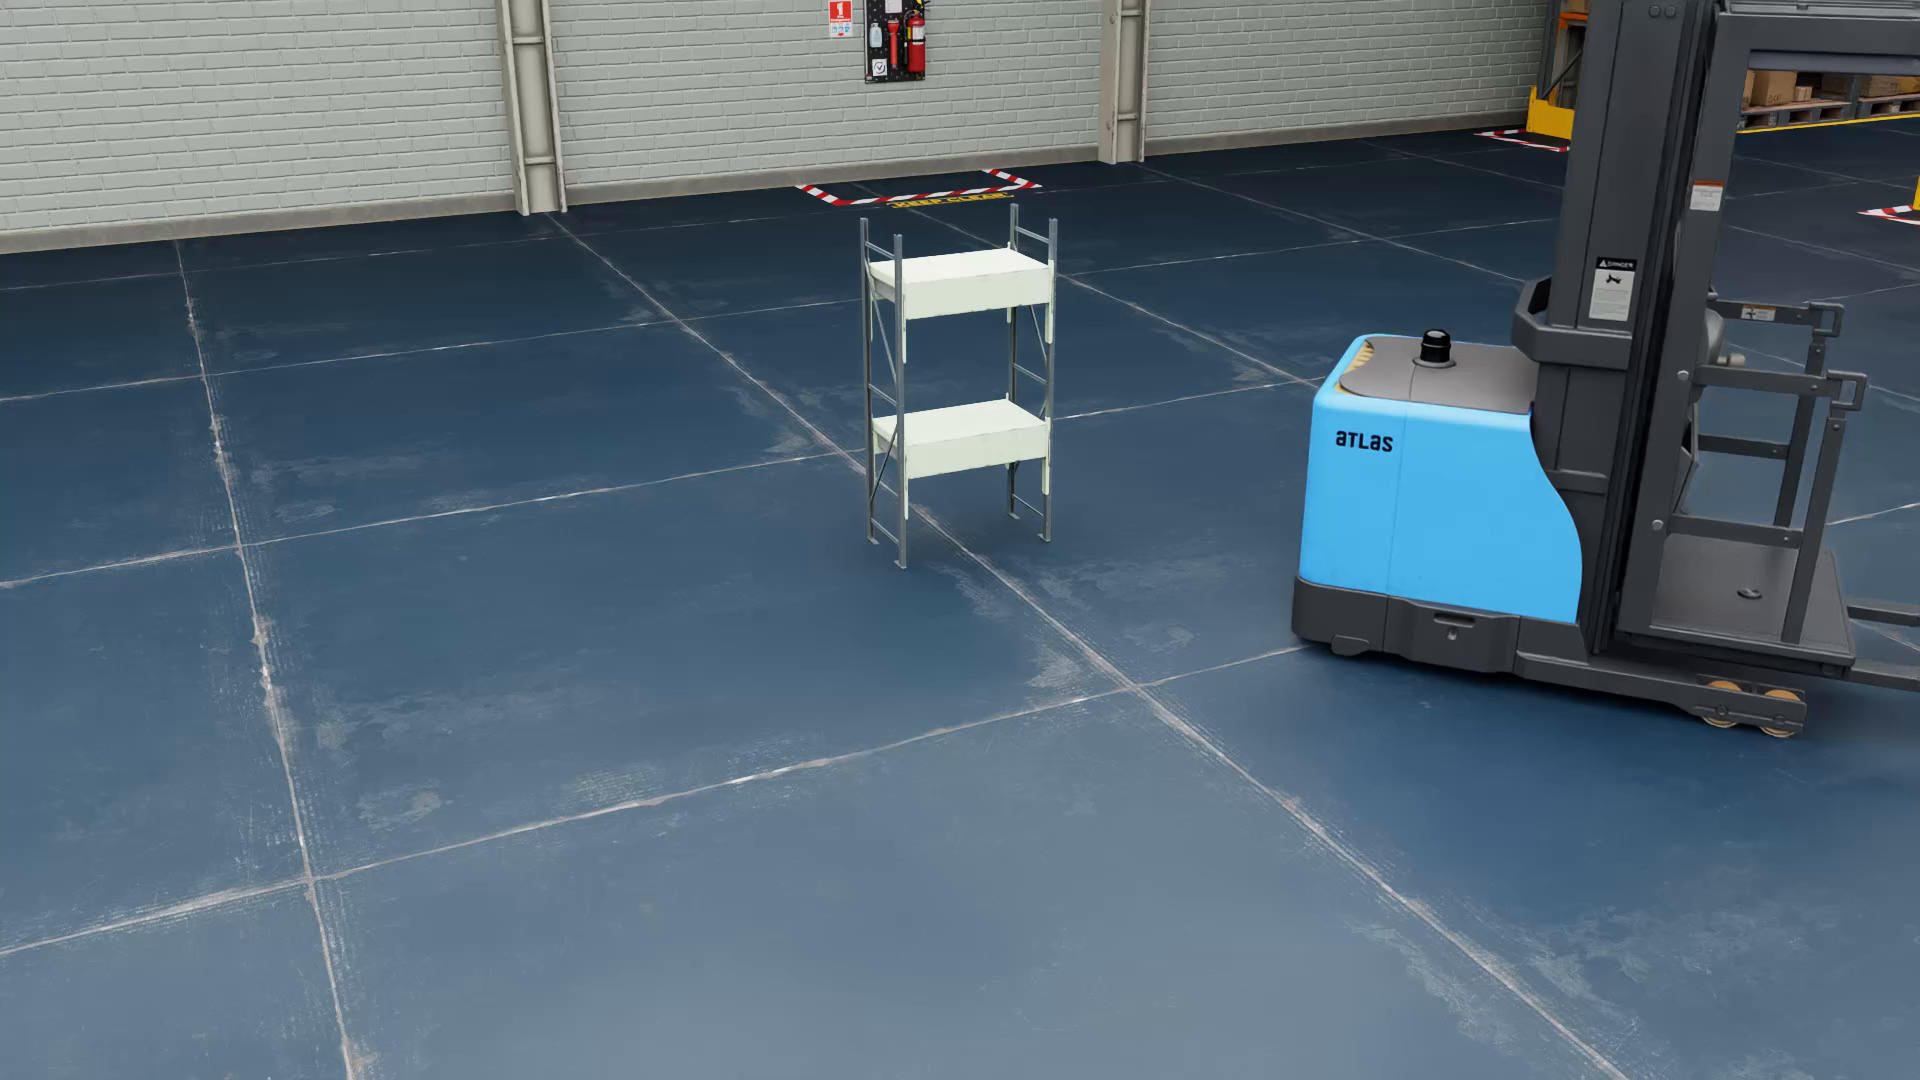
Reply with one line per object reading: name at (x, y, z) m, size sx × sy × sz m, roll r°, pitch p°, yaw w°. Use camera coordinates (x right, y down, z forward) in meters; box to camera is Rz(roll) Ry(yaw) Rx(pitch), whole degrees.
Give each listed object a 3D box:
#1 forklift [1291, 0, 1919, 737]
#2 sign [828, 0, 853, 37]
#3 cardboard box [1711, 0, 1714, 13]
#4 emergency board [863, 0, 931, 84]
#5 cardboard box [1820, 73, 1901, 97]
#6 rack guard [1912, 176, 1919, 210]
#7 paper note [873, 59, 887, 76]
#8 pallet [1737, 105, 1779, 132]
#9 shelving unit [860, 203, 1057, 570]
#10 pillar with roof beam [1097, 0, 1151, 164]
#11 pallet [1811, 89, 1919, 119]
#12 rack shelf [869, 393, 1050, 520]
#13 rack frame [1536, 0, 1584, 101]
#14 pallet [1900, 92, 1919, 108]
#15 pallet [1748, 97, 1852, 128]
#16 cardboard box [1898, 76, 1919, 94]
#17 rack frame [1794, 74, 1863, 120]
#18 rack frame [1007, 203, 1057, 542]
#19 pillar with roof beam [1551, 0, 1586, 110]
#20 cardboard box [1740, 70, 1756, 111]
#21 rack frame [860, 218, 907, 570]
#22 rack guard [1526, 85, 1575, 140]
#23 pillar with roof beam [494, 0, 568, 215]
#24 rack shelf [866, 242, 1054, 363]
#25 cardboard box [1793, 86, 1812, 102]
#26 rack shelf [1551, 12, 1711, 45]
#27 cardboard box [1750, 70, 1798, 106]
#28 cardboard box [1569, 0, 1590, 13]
forklift at (2.900, -0.871, 6.022) m, size 3.031 × 2.935 × 1.130 m, roll 9°, pitch 24°, yaw 20°
sign at (-1.120, -4.891, 15.597) m, size 0.234 × 0.329 × 0.001 m, roll -10°, pitch 25°, yaw -24°
cardboard box at (8.318, -5.993, 18.477) m, size 0.500 × 0.250 × 0.500 m, roll -11°, pitch 25°, yaw -24°
emergency board at (-0.577, -4.931, 15.739) m, size 0.643 × 1.169 × 0.194 m, roll -10°, pitch 25°, yaw -24°
cardboard box at (11.077, -5.748, 20.407) m, size 0.500 × 0.500 × 0.700 m, roll -10°, pitch 24°, yaw -22°
rack guard at (8.947, -3.043, 14.447) m, size 0.348 × 0.500 × 1.175 m, roll -10°, pitch 25°, yaw -24°
paper note at (-0.766, -4.518, 15.894) m, size 0.142 × 0.148 × 0.016 m, roll -10°, pitch 25°, yaw -24°
pallet at (8.731, -4.956, 19.447) m, size 1.213 × 0.211 × 1.003 m, roll -10°, pitch 25°, yaw -24°
shelving unit at (-0.006, -0.692, 7.460) m, size 0.755 × 1.500 × 0.431 m, roll -10°, pitch 25°, yaw -24°
pillar with roof beam at (3.533, -6.616, 11.966) m, size 0.400 × 9.000 × 9.100 m, roll -10°, pitch 25°, yaw -24°
pallet at (11.122, -5.413, 20.551) m, size 1.213 × 0.211 × 1.003 m, roll -10°, pitch 25°, yaw -24°
rack shelf at (-0.006, -0.391, 7.585) m, size 0.720 × 0.370 × 0.431 m, roll -10°, pitch 25°, yaw -24°
rack frame at (6.817, -5.908, 18.102) m, size 0.127 × 3.000 × 1.000 m, roll -10°, pitch 25°, yaw -24°
pallet at (12.223, -5.617, 21.043) m, size 1.213 × 0.211 × 1.003 m, roll -10°, pitch 25°, yaw -24°
pallet at (9.832, -5.160, 19.939) m, size 1.213 × 0.211 × 1.003 m, roll -10°, pitch 25°, yaw -24°
cardboard box at (11.521, -5.851, 20.656) m, size 0.500 × 0.500 × 0.700 m, roll -11°, pitch 25°, yaw -25°
rack frame at (10.421, -6.572, 19.704) m, size 0.127 × 3.000 × 1.000 m, roll -10°, pitch 25°, yaw -24°
rack frame at (0.324, -0.753, 7.607) m, size 0.023 × 1.500 × 0.400 m, roll -10°, pitch 25°, yaw -24°
pillar with roof beam at (8.940, -7.611, 14.371) m, size 0.400 × 9.000 × 9.100 m, roll -10°, pitch 25°, yaw -24°
cardboard box at (8.676, -5.239, 19.179) m, size 0.500 × 0.500 × 0.700 m, roll -12°, pitch 25°, yaw -27°
rack frame at (-0.336, -0.631, 7.314) m, size 0.023 × 1.500 × 0.400 m, roll -10°, pitch 25°, yaw -24°
rack guard at (6.886, -4.766, 18.610) m, size 0.348 × 0.500 × 1.175 m, roll -10°, pitch 25°, yaw -24°
pillar with roof beam at (-1.873, -5.620, 9.562) m, size 0.400 × 9.000 × 9.100 m, roll -10°, pitch 25°, yaw -24°
rack shelf at (-0.006, -1.052, 7.311) m, size 0.720 × 0.370 × 0.431 m, roll -10°, pitch 25°, yaw -24°
cardboard box at (9.952, -5.367, 19.923) m, size 0.250 × 0.166 × 0.380 m, roll -14°, pitch 26°, yaw -30°
rack shelf at (8.619, -5.908, 19.041) m, size 4.000 × 0.370 × 1.077 m, roll -10°, pitch 25°, yaw -24°
cardboard box at (9.504, -5.434, 19.649) m, size 0.500 × 0.500 × 0.500 m, roll -12°, pitch 26°, yaw -28°
cardboard box at (7.154, -5.993, 18.475) m, size 0.500 × 0.250 × 0.500 m, roll -10°, pitch 25°, yaw -23°
